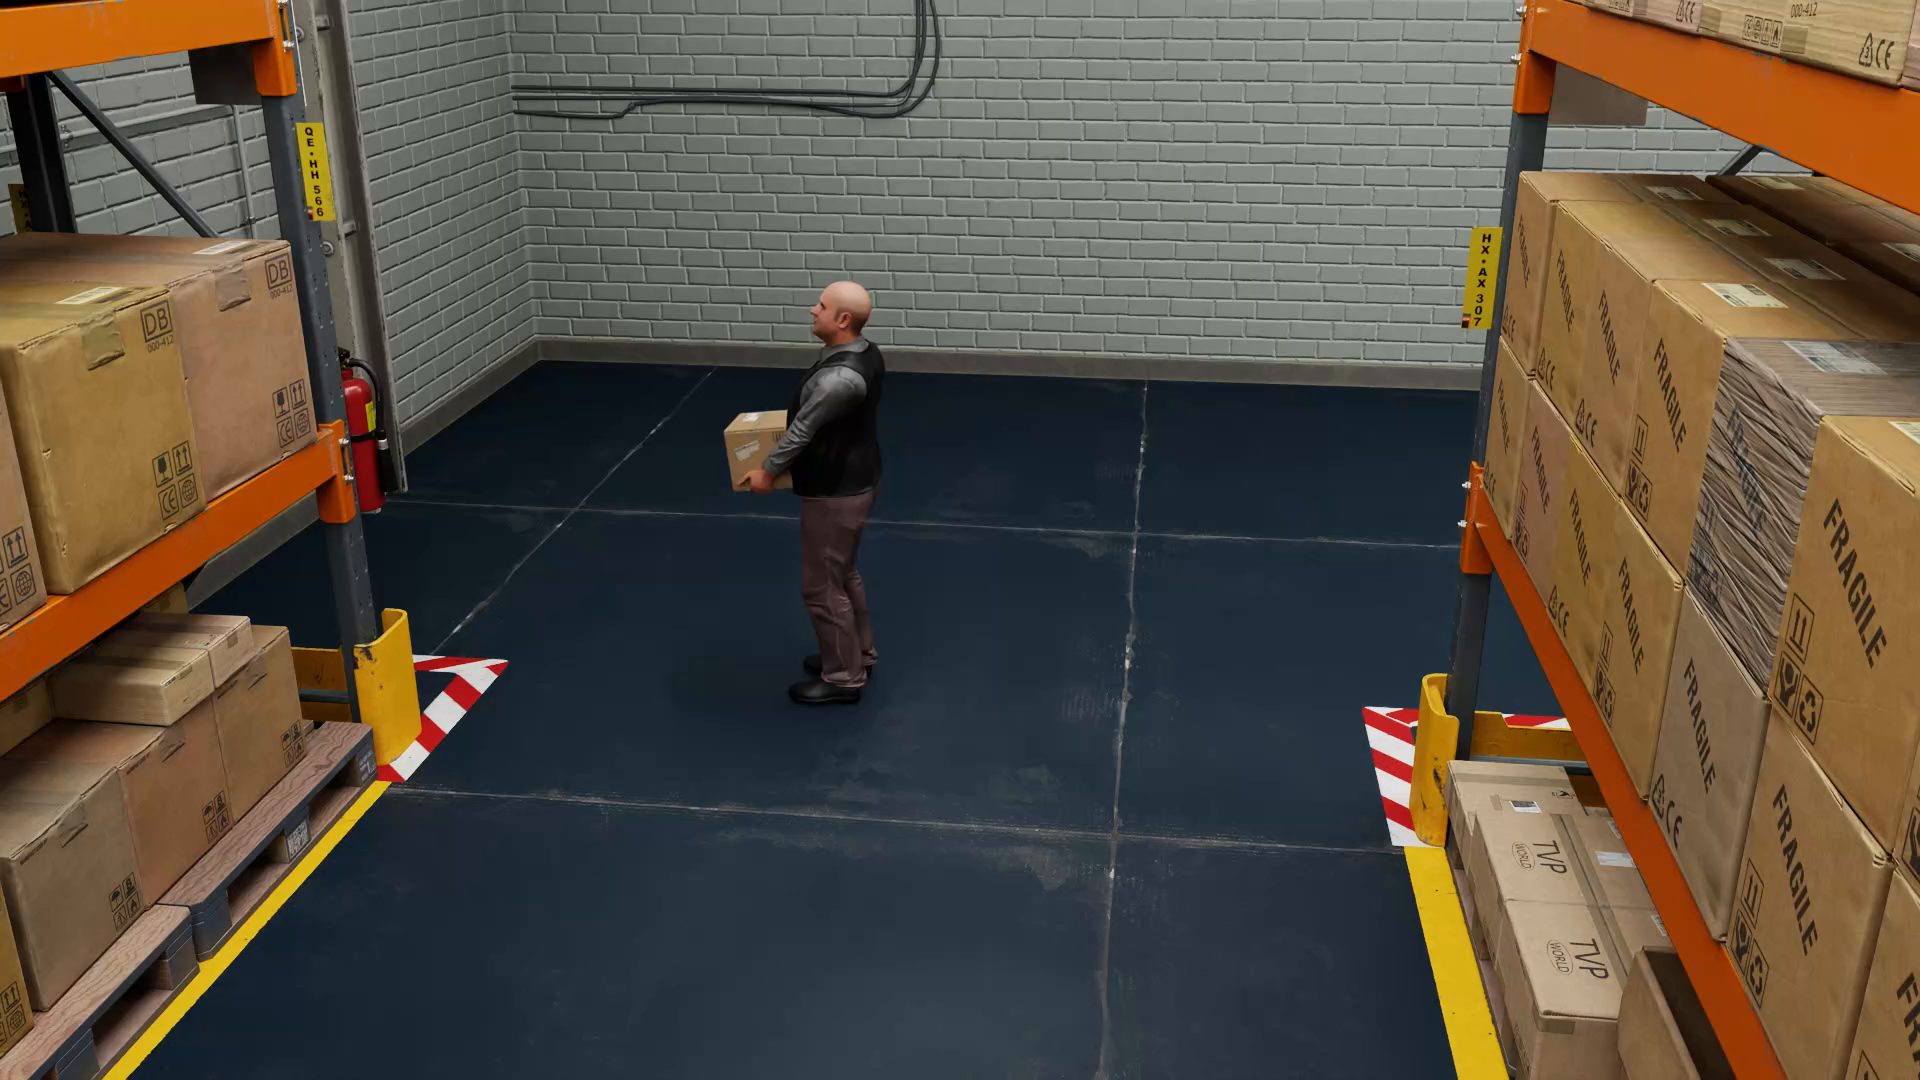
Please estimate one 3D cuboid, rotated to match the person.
[{"bbox_3d":[-0.590,-0.188,6.618,0.539,1.711,0.494,3,21,7],"label":"person"}]
